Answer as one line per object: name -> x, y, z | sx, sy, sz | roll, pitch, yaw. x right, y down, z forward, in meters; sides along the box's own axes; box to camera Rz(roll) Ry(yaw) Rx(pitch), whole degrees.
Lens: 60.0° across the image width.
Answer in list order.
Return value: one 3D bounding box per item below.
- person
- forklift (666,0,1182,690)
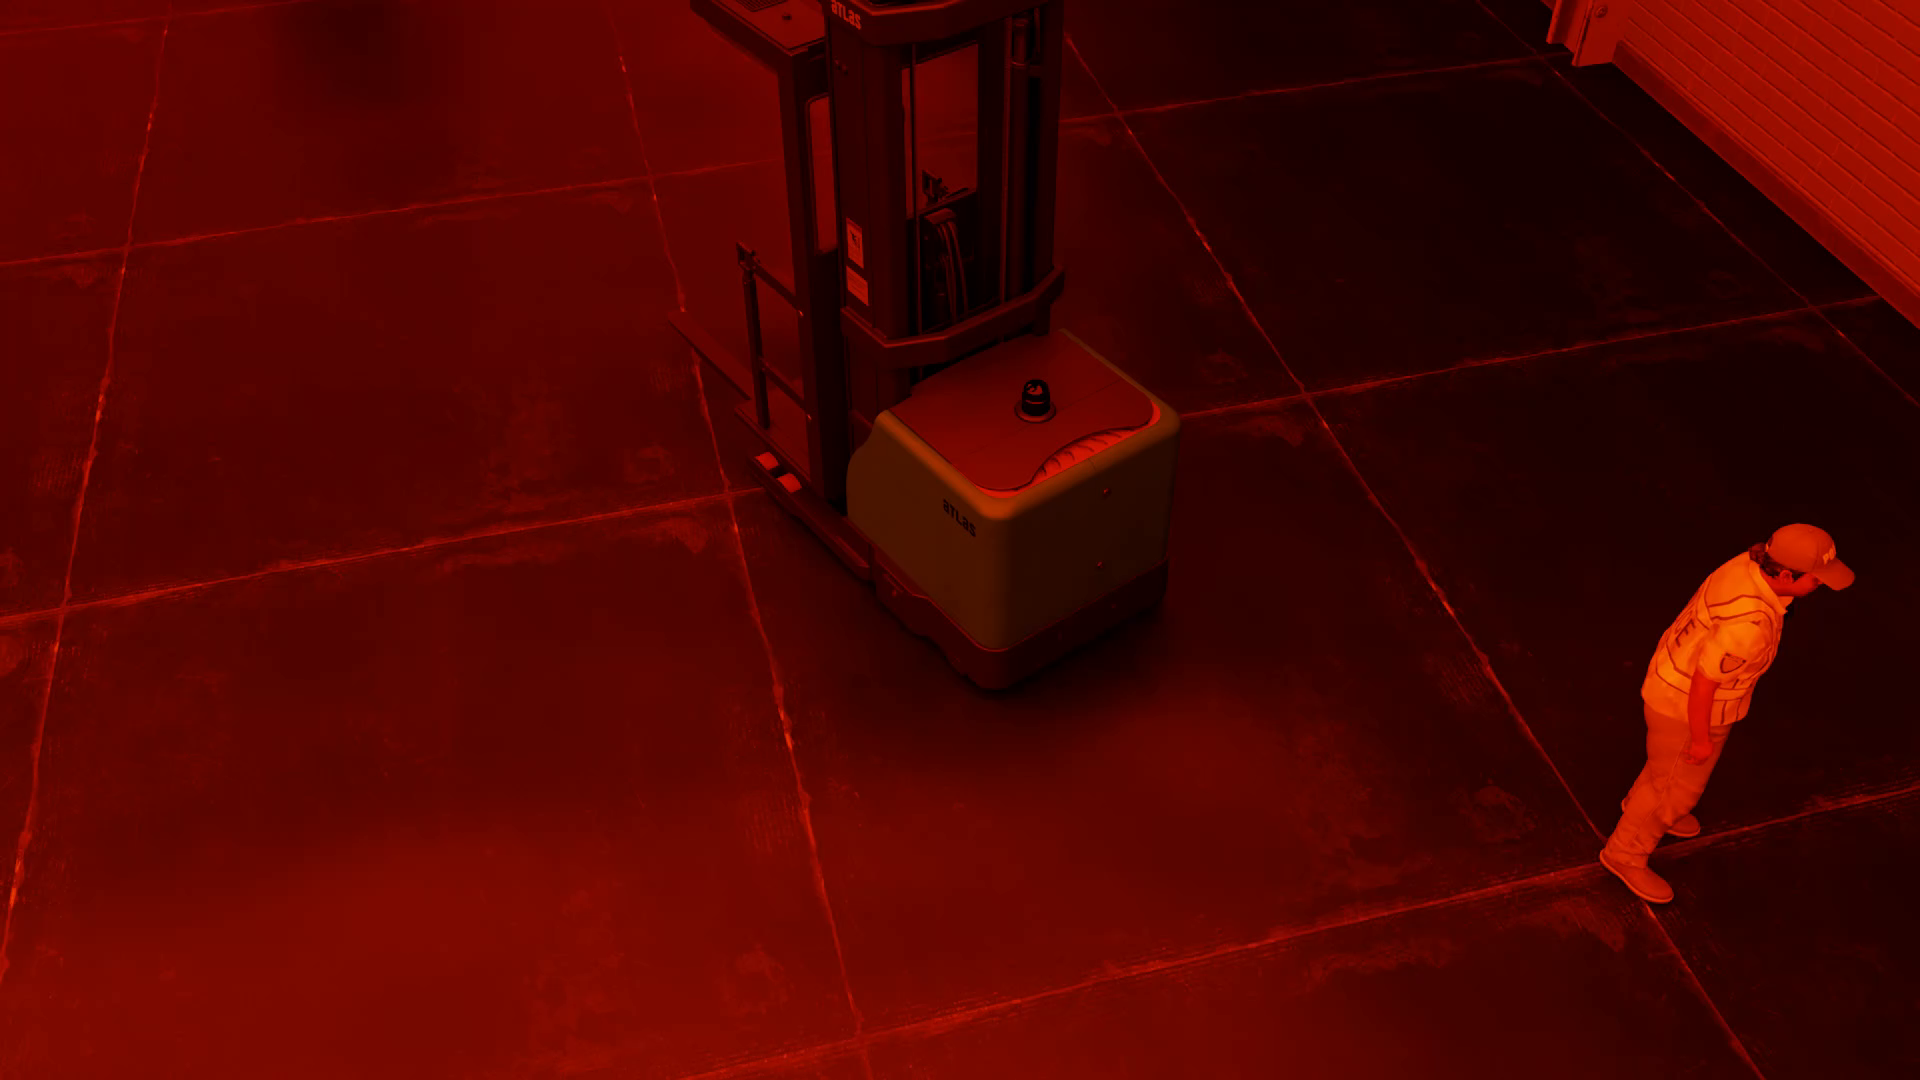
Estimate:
person -> 2.689, 0.579, 5.956 | 0.470, 1.665, 0.562 | 22, 48, 22
forklift -> -0.366, -1.399, 7.126 | 1.130, 2.935, 3.031 | -27, 50, -26
